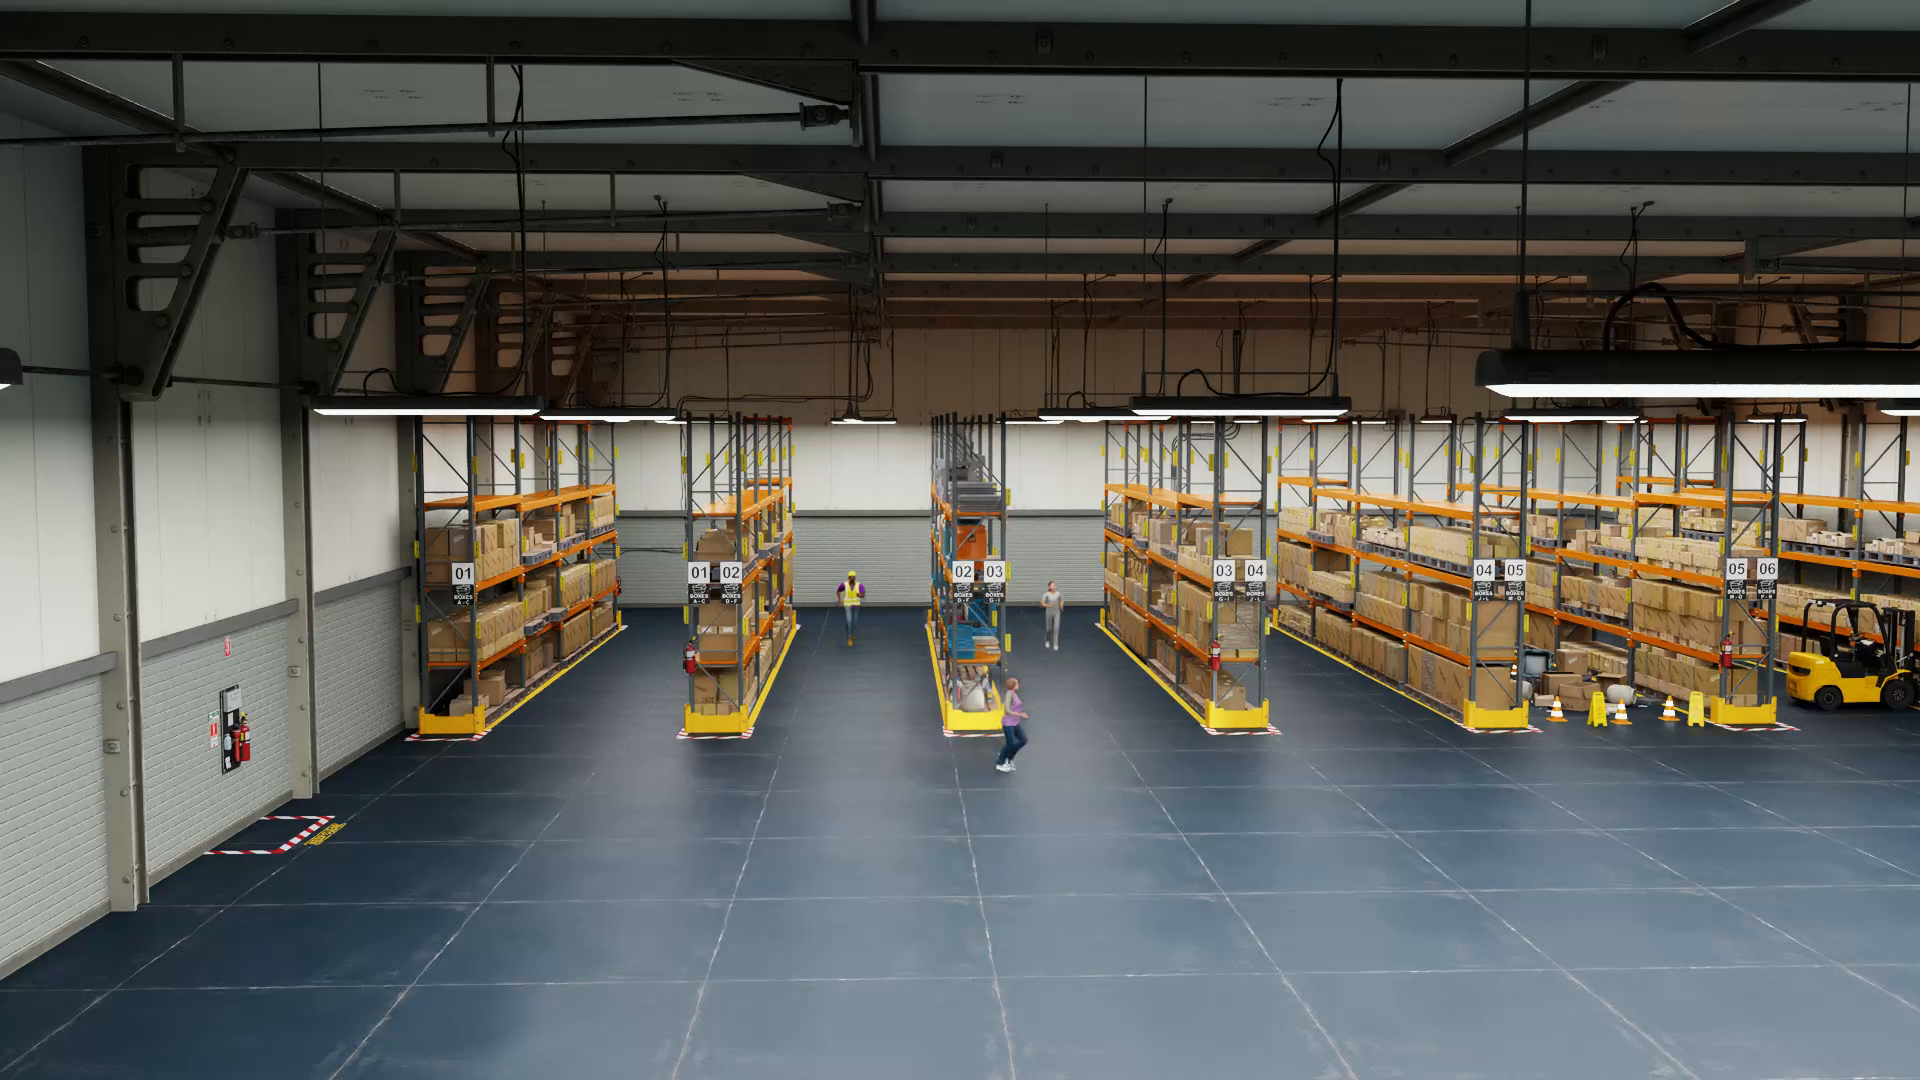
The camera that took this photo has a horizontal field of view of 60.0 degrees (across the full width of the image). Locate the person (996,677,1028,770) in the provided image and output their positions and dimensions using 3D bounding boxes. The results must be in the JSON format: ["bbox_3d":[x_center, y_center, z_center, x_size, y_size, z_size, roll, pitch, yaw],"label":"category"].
[{"bbox_3d":[0.876,3.053,27.557,0.604,1.568,0.541,2,4,22],"label":"person"}]

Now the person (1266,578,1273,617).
[{"bbox_3d":[8.890,1.582,49.020,0.930,1.599,0.646,-1,4,-9],"label":"person"}]

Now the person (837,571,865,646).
[{"bbox_3d":[-2.738,1.725,42.151,0.672,1.876,0.754,-1,4,-15],"label":"person"}]

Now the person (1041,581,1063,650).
[{"bbox_3d":[2.277,1.834,40.702,0.577,1.657,0.811,-1,4,-10],"label":"person"}]
